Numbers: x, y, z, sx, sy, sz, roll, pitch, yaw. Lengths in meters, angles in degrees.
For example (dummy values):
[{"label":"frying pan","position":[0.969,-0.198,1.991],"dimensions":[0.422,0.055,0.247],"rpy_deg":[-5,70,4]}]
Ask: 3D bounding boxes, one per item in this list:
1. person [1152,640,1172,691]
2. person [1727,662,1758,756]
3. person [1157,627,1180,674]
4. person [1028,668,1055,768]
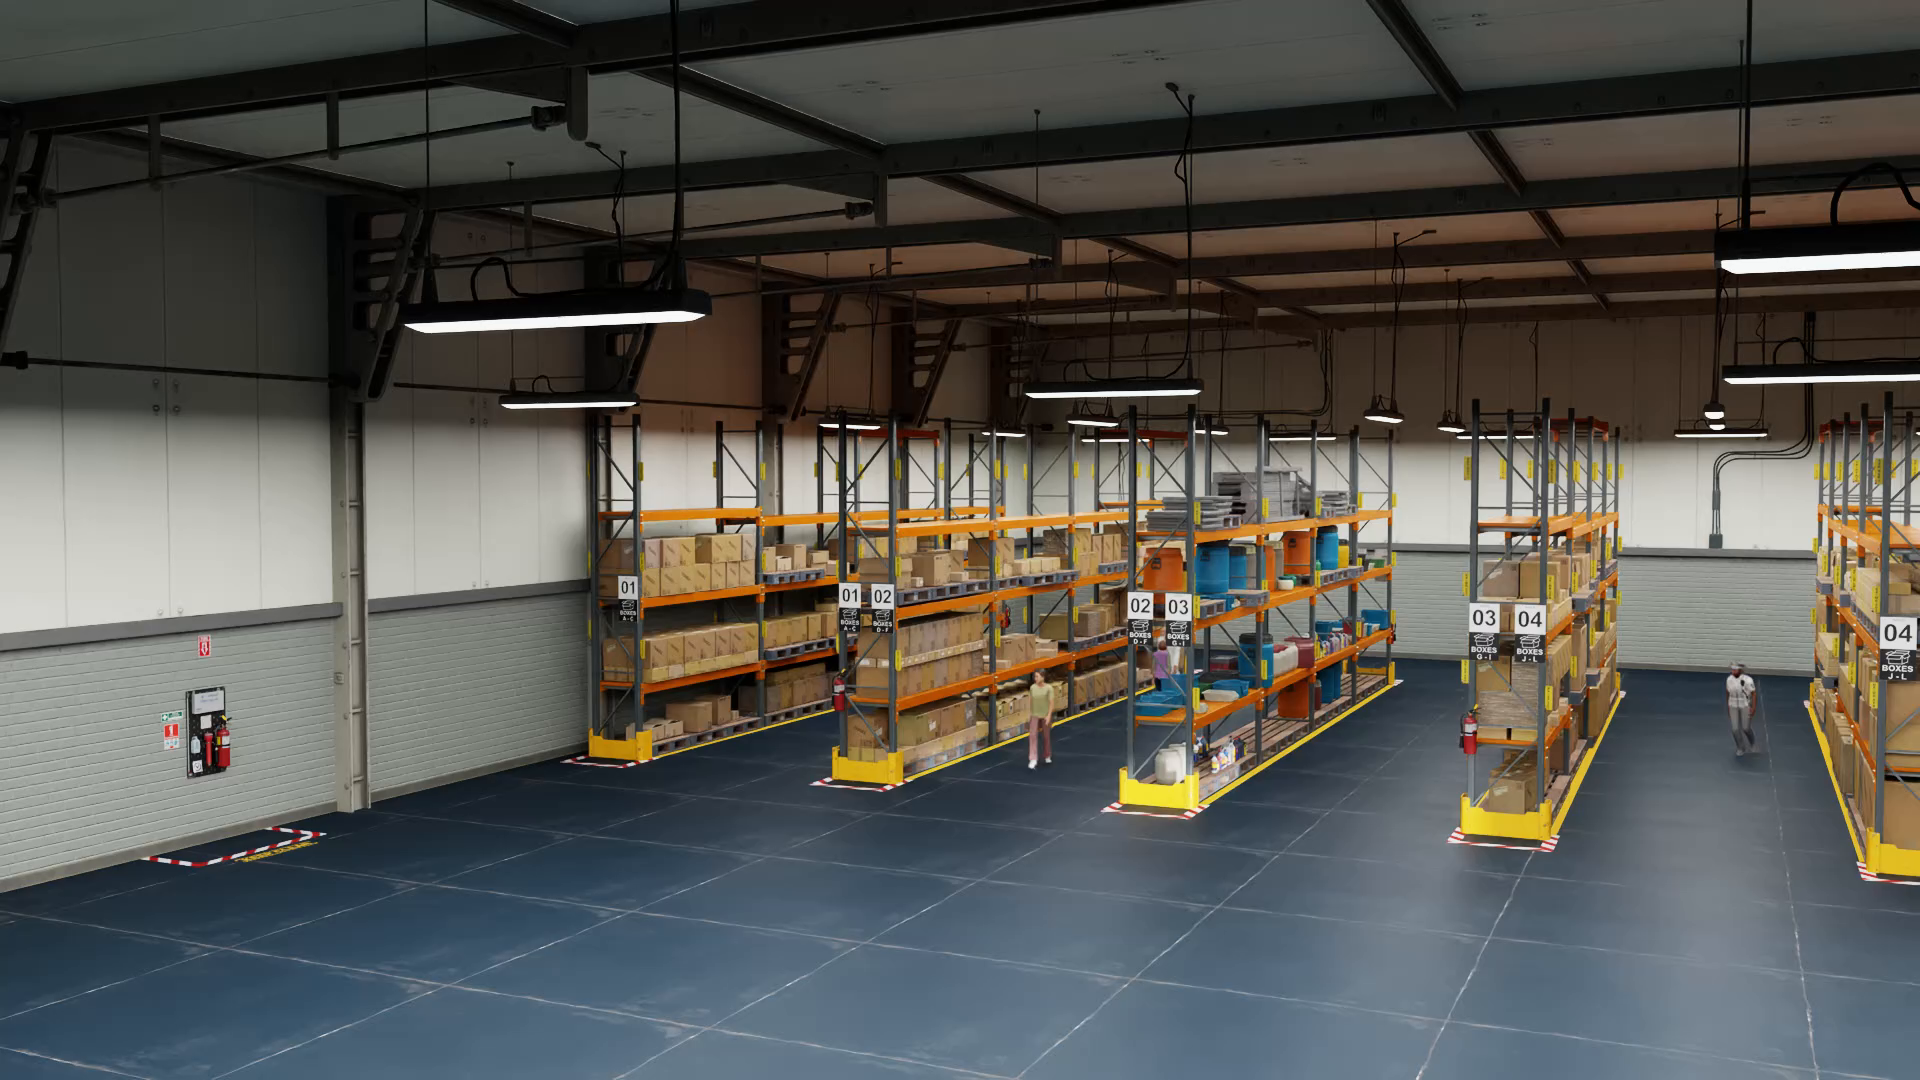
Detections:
[{"label":"person","position":[4.093,2.816,33.672],"dimensions":[0.458,1.591,0.422],"rpy_deg":[1,3,32]},{"label":"person","position":[13.848,2.970,29.447],"dimensions":[0.522,1.658,0.506],"rpy_deg":[2,3,45]},{"label":"person","position":[4.496,2.688,36.055],"dimensions":[0.574,1.661,1.124],"rpy_deg":[1,3,28]},{"label":"person","position":[1.362,3.000,28.160],"dimensions":[0.465,1.635,0.927],"rpy_deg":[1,2,17]}]
